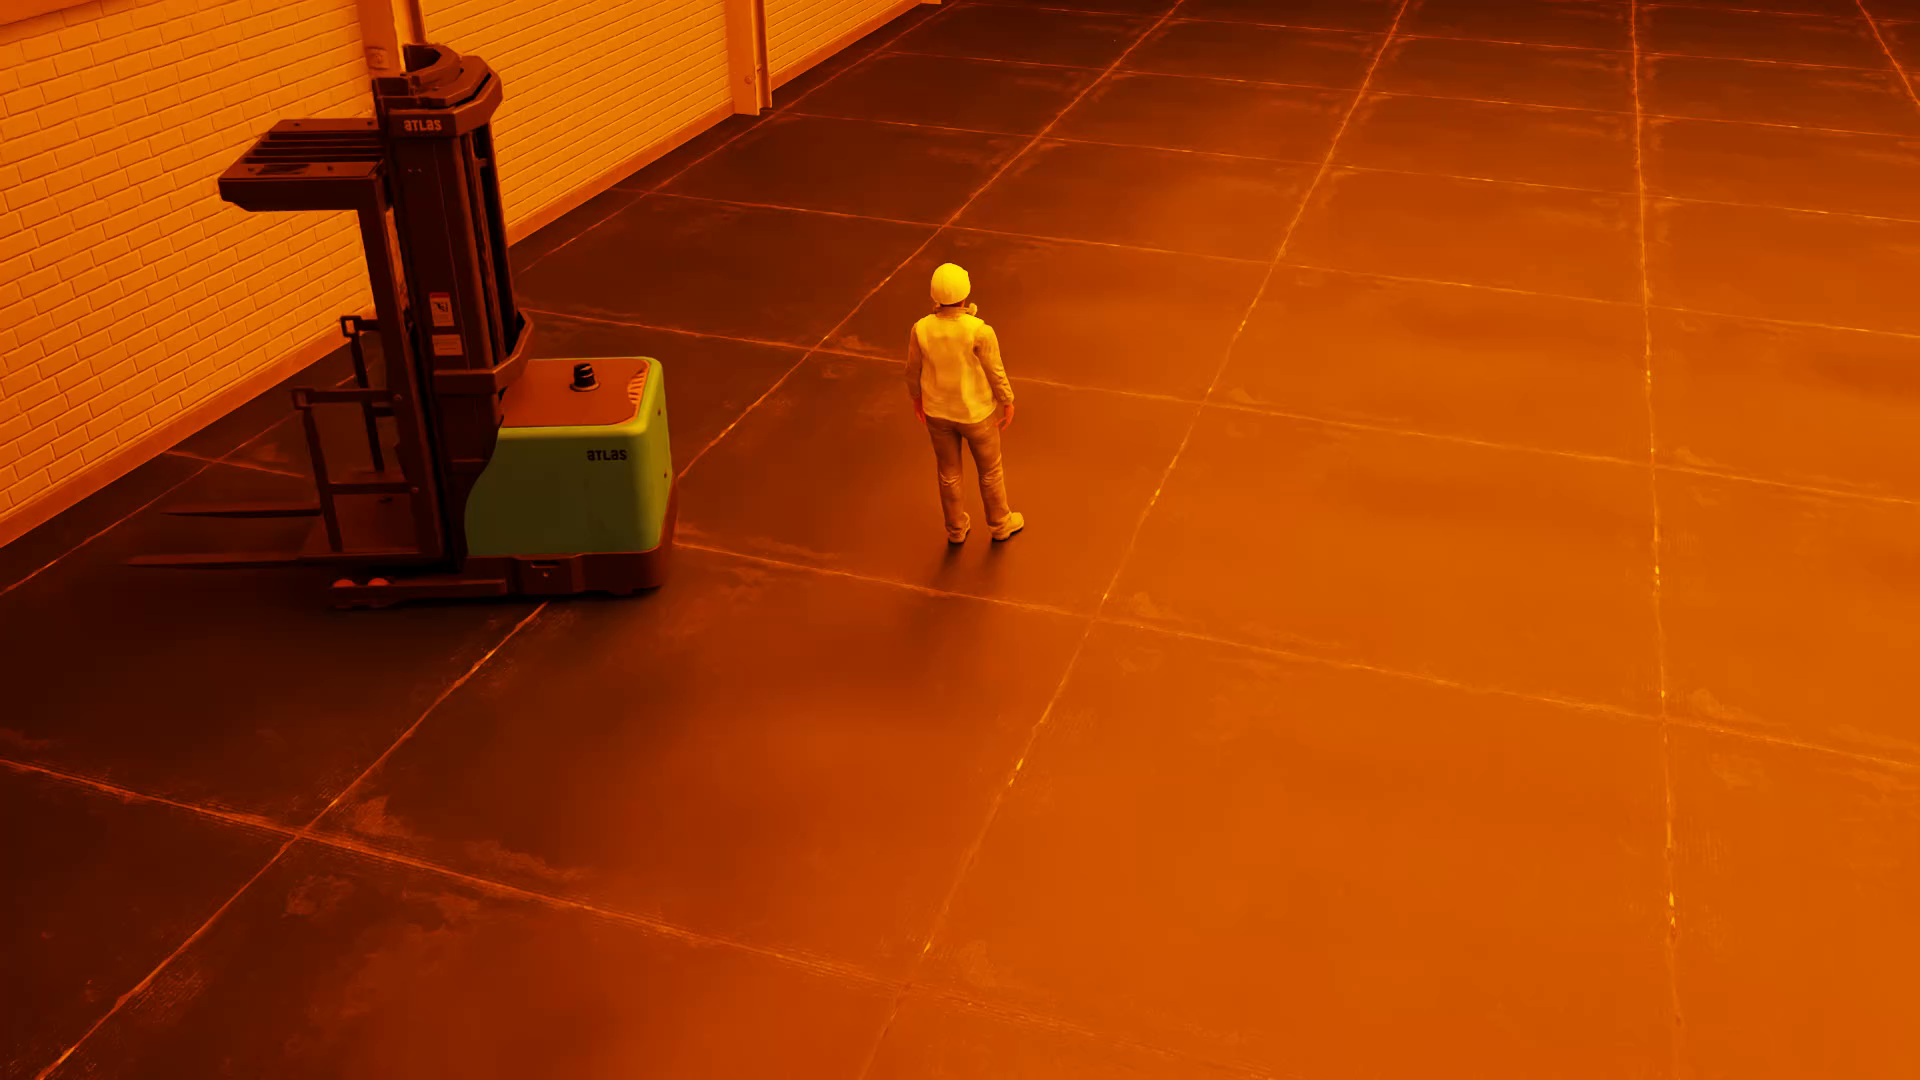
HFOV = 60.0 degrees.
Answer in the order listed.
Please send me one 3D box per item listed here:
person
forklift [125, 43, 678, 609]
[{"bbox_3d":[0.027,-0.805,9.703,0.633,1.775,0.566,10,31,16],"label":"person"},{"bbox_3d":[-3.232,-1.152,9.158,3.031,2.935,1.130,-2,30,-3],"label":"forklift"}]
